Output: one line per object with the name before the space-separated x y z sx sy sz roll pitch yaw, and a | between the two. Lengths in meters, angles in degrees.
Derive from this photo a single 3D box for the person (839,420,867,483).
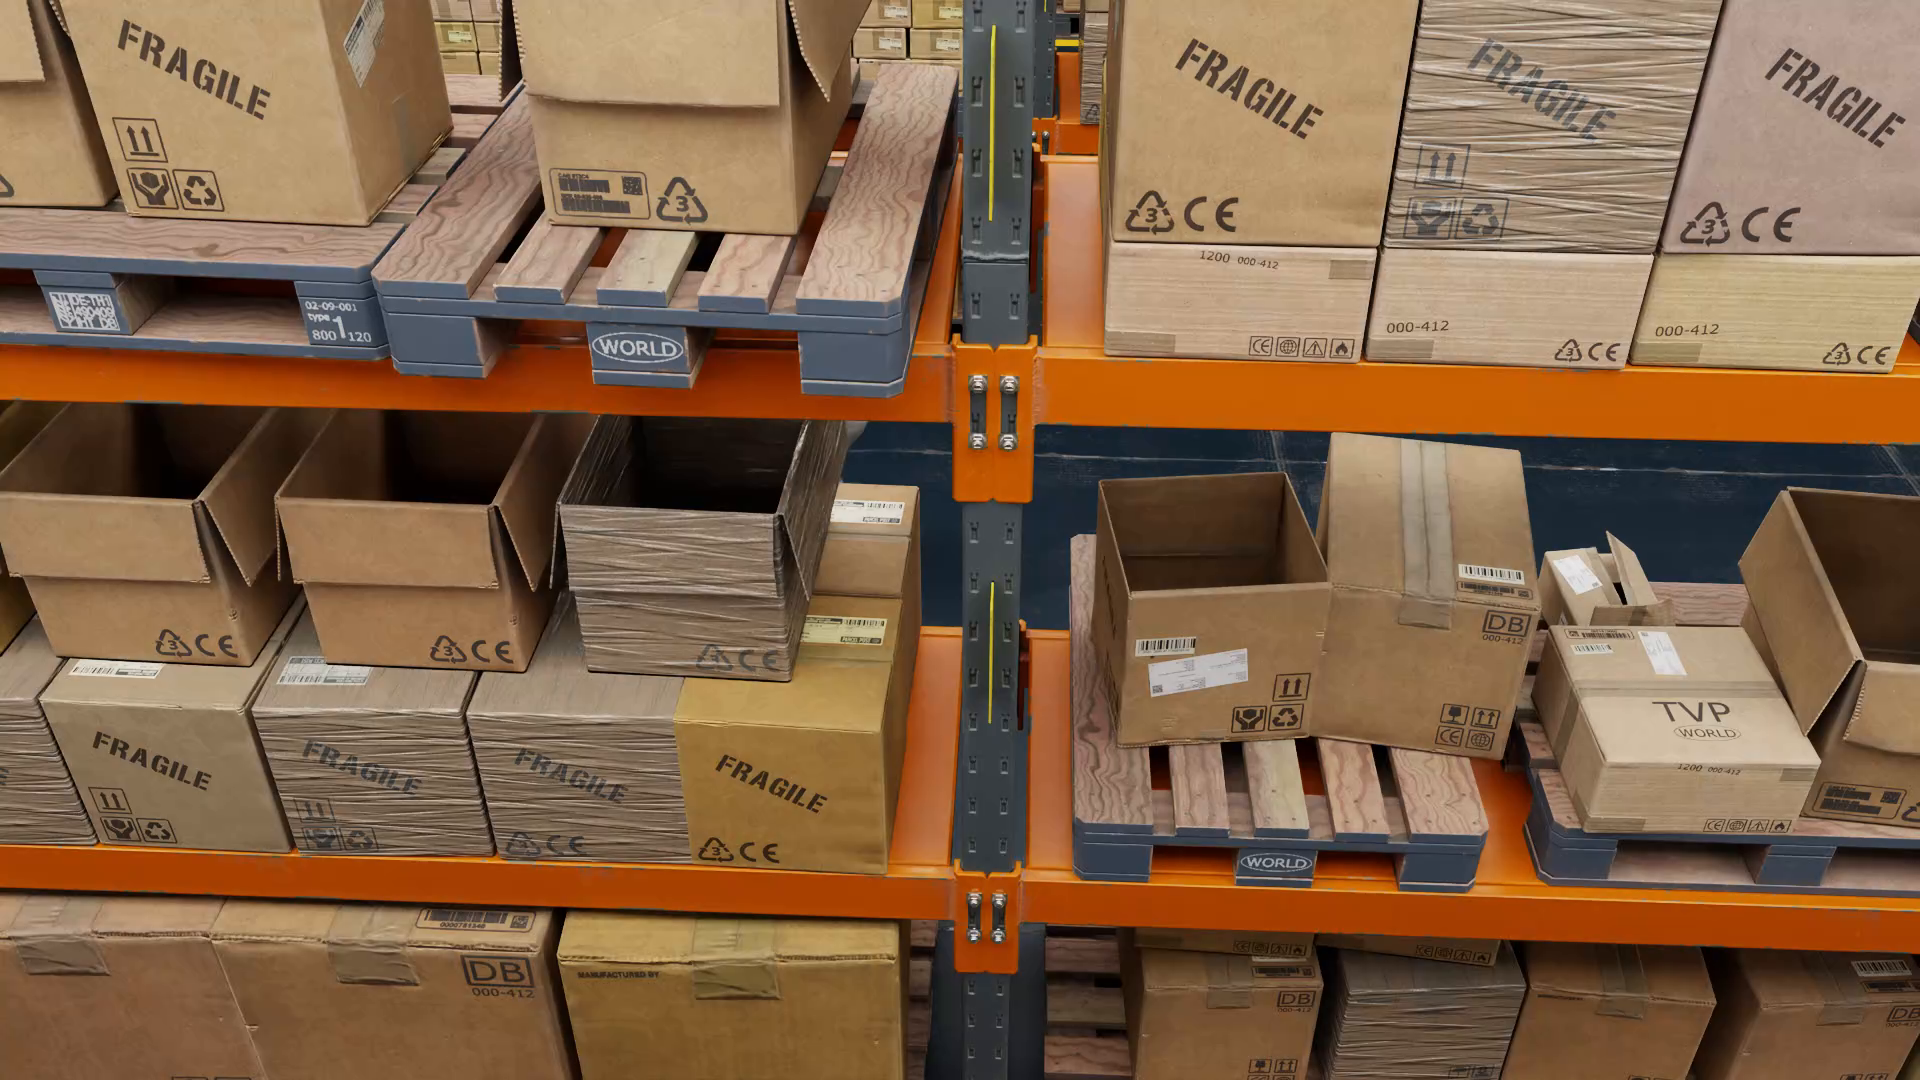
person | -0.782 -0.456 7.042 0.849 1.359 0.417 0 36 1
